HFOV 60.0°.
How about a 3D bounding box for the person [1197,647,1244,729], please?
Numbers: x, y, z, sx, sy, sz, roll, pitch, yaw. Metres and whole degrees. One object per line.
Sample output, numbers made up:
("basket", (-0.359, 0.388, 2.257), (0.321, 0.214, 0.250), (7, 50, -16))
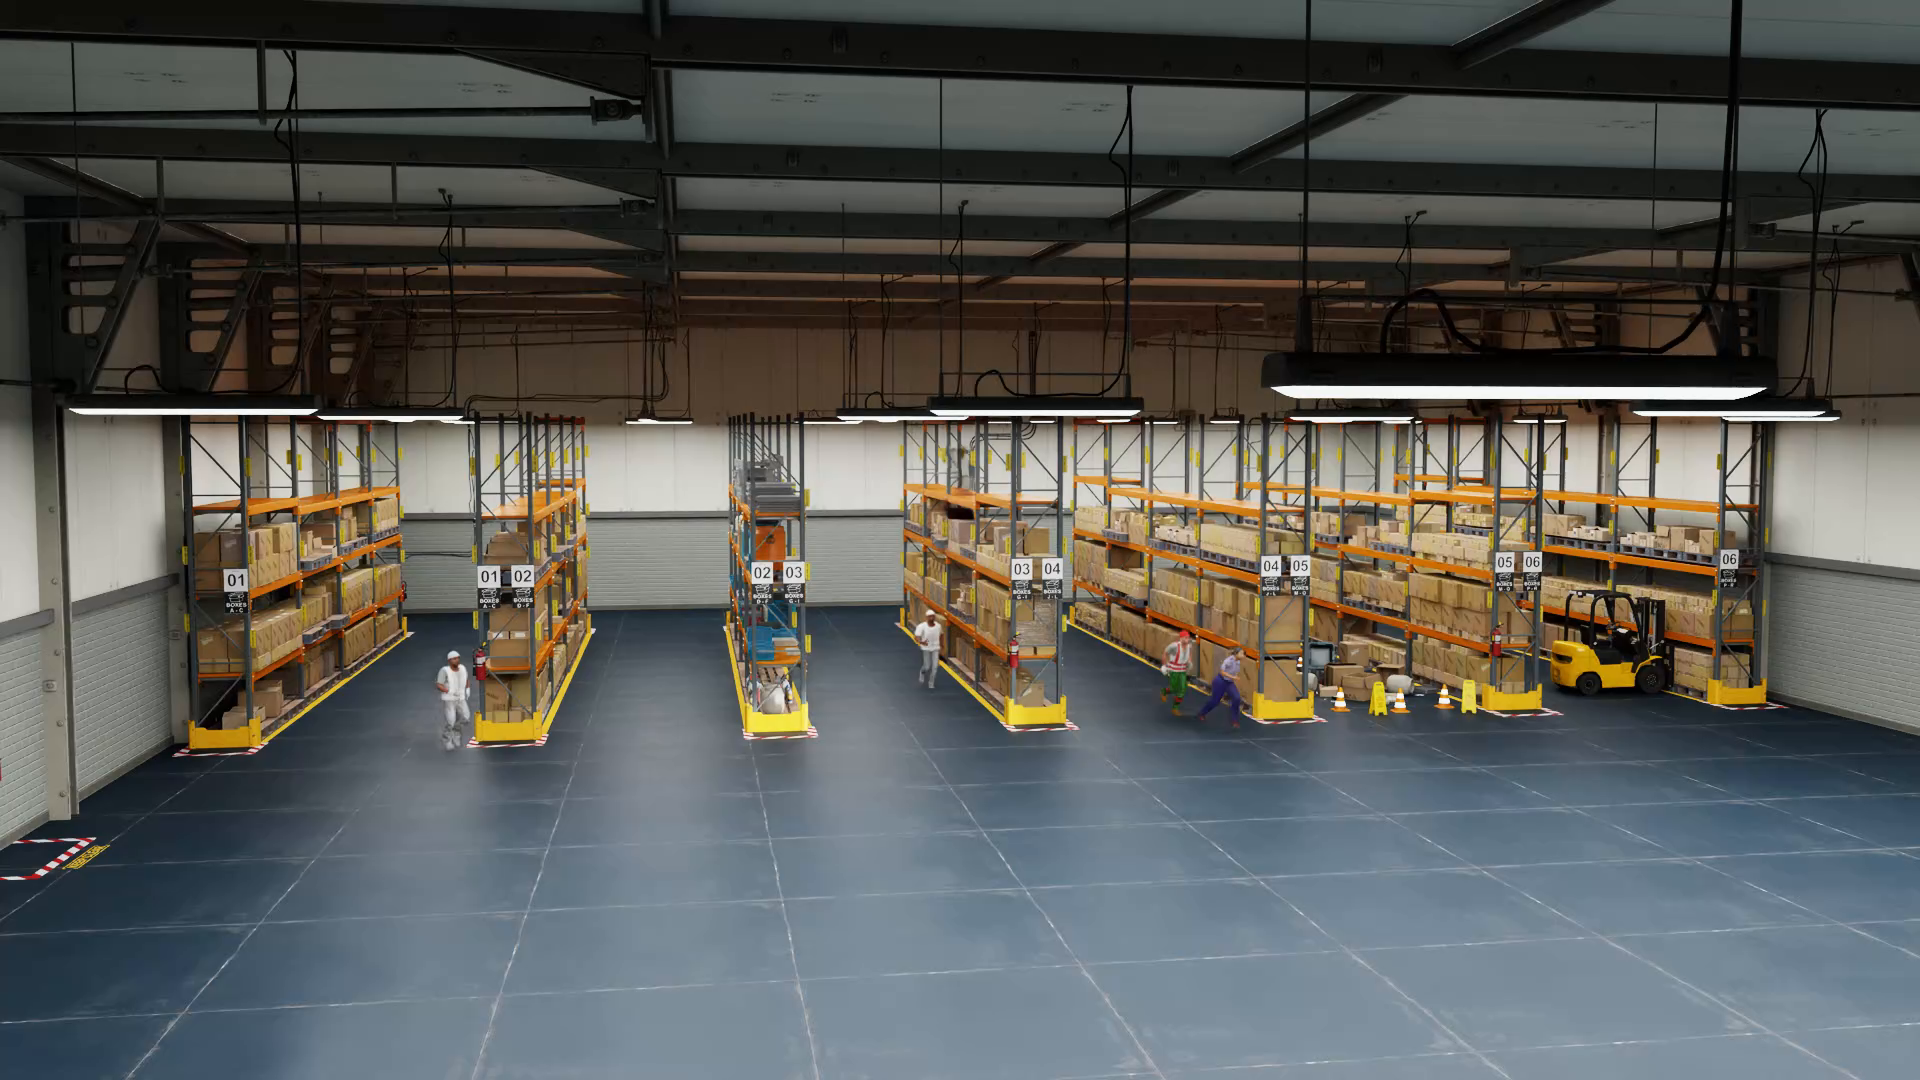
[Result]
("person", (4.990, 2.810, 31.811), (0.959, 1.612, 0.649), (3, 5, 35))

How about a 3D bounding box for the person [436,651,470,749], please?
("person", (-8.921, 2.838, 29.494), (0.620, 1.750, 0.720), (4, 5, 43))

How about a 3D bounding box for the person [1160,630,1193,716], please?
("person", (4.320, 2.628, 33.230), (0.655, 1.716, 0.835), (-3, 5, -35))

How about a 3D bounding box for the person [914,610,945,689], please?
("person", (-0.650, 2.388, 36.345), (0.699, 1.728, 0.634), (-1, 4, -20))
